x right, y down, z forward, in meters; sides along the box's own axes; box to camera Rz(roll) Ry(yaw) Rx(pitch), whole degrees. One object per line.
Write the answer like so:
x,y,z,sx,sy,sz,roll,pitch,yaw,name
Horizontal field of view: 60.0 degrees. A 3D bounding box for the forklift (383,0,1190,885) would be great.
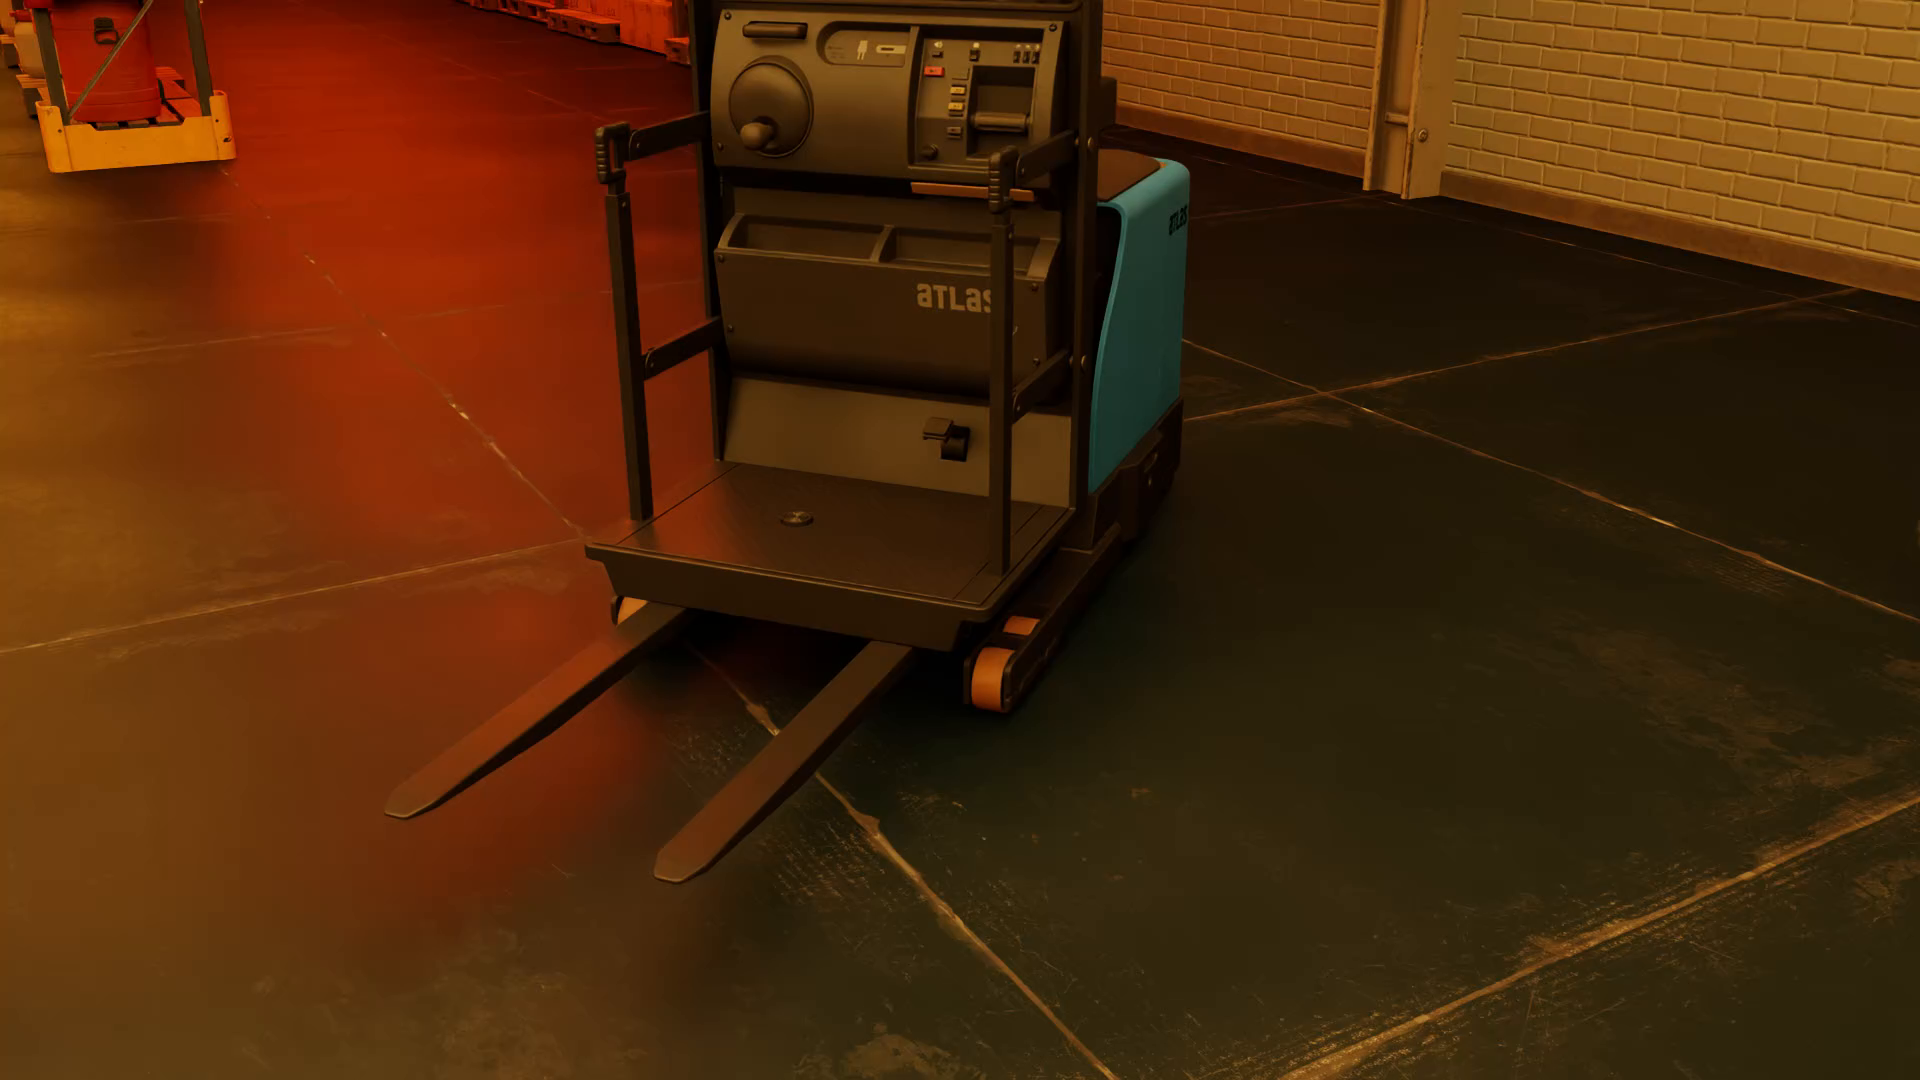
-0.271,-1.107,3.972,1.130,2.935,3.031,8,24,20,forklift
